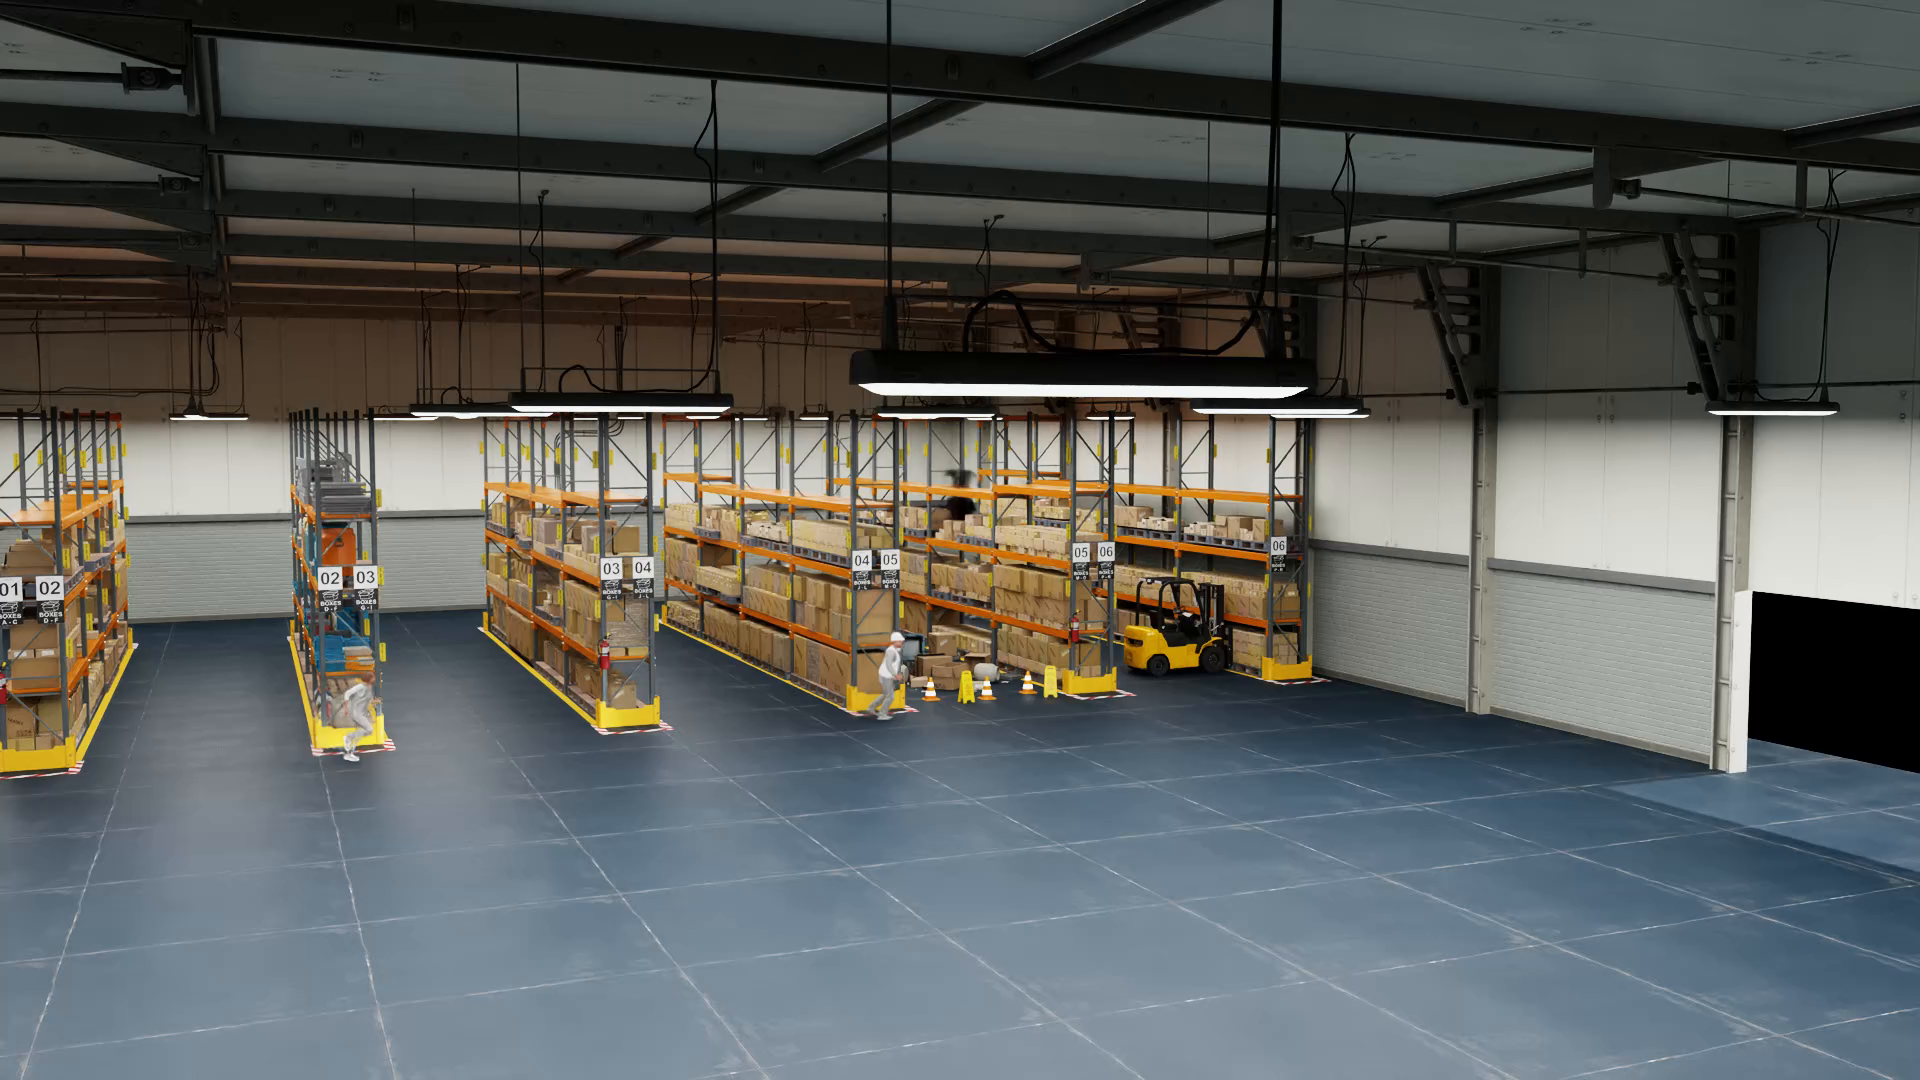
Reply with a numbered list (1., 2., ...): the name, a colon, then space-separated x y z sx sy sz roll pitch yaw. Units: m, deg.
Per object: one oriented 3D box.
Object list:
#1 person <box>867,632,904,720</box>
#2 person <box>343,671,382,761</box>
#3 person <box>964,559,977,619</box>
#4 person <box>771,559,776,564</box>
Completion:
1. person: -1.429 2.626 32.082 0.771 1.705 0.630 0 4 2
2. person: -10.169 2.996 28.277 0.666 1.511 0.539 0 4 -5
3. person: 0.266 1.426 48.782 0.918 1.752 0.668 3 5 36
4. person: -5.336 1.365 50.214 0.786 1.693 0.672 -3 5 -39
